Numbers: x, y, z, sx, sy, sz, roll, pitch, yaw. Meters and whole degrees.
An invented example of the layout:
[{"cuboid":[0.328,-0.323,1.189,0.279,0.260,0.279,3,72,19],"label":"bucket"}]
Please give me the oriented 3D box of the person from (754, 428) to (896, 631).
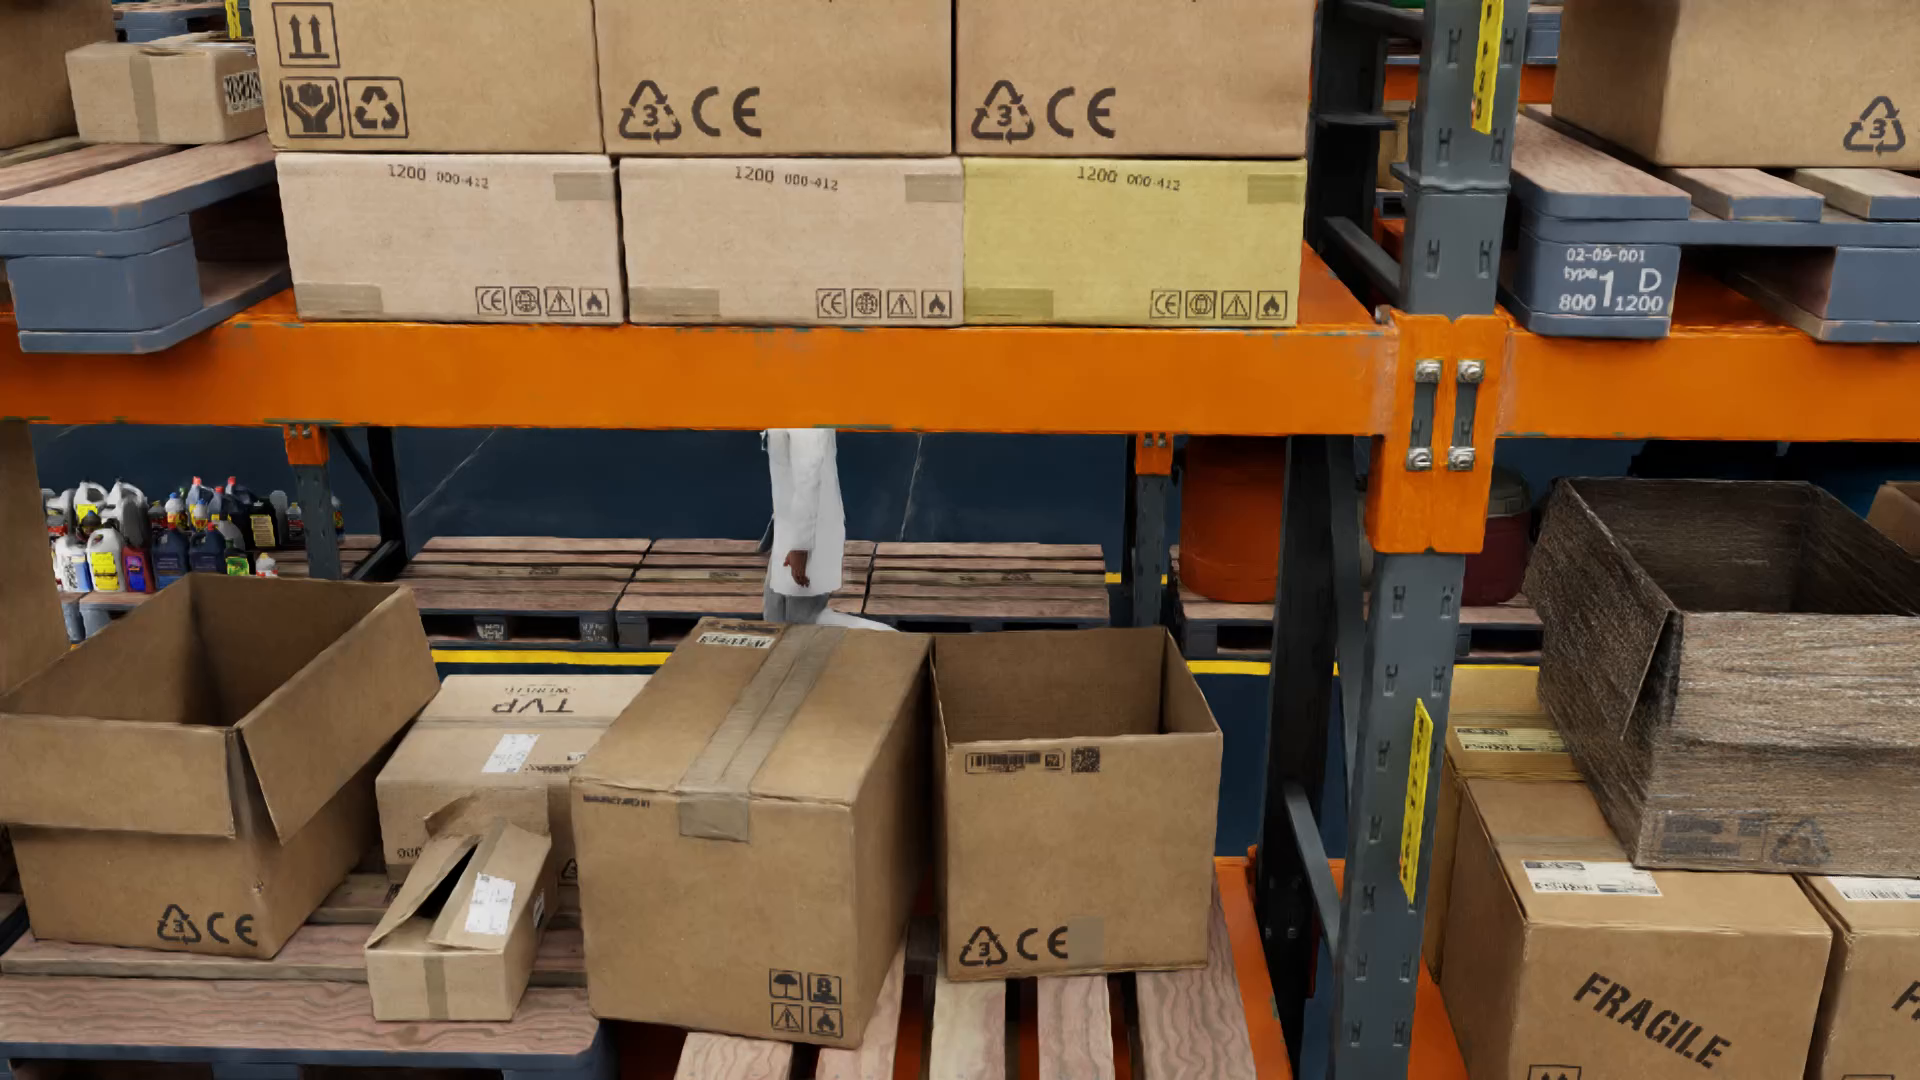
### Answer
[{"cuboid":[-0.606,-0.048,7.205,0.911,1.757,0.612,0,20,-1],"label":"person"}]
